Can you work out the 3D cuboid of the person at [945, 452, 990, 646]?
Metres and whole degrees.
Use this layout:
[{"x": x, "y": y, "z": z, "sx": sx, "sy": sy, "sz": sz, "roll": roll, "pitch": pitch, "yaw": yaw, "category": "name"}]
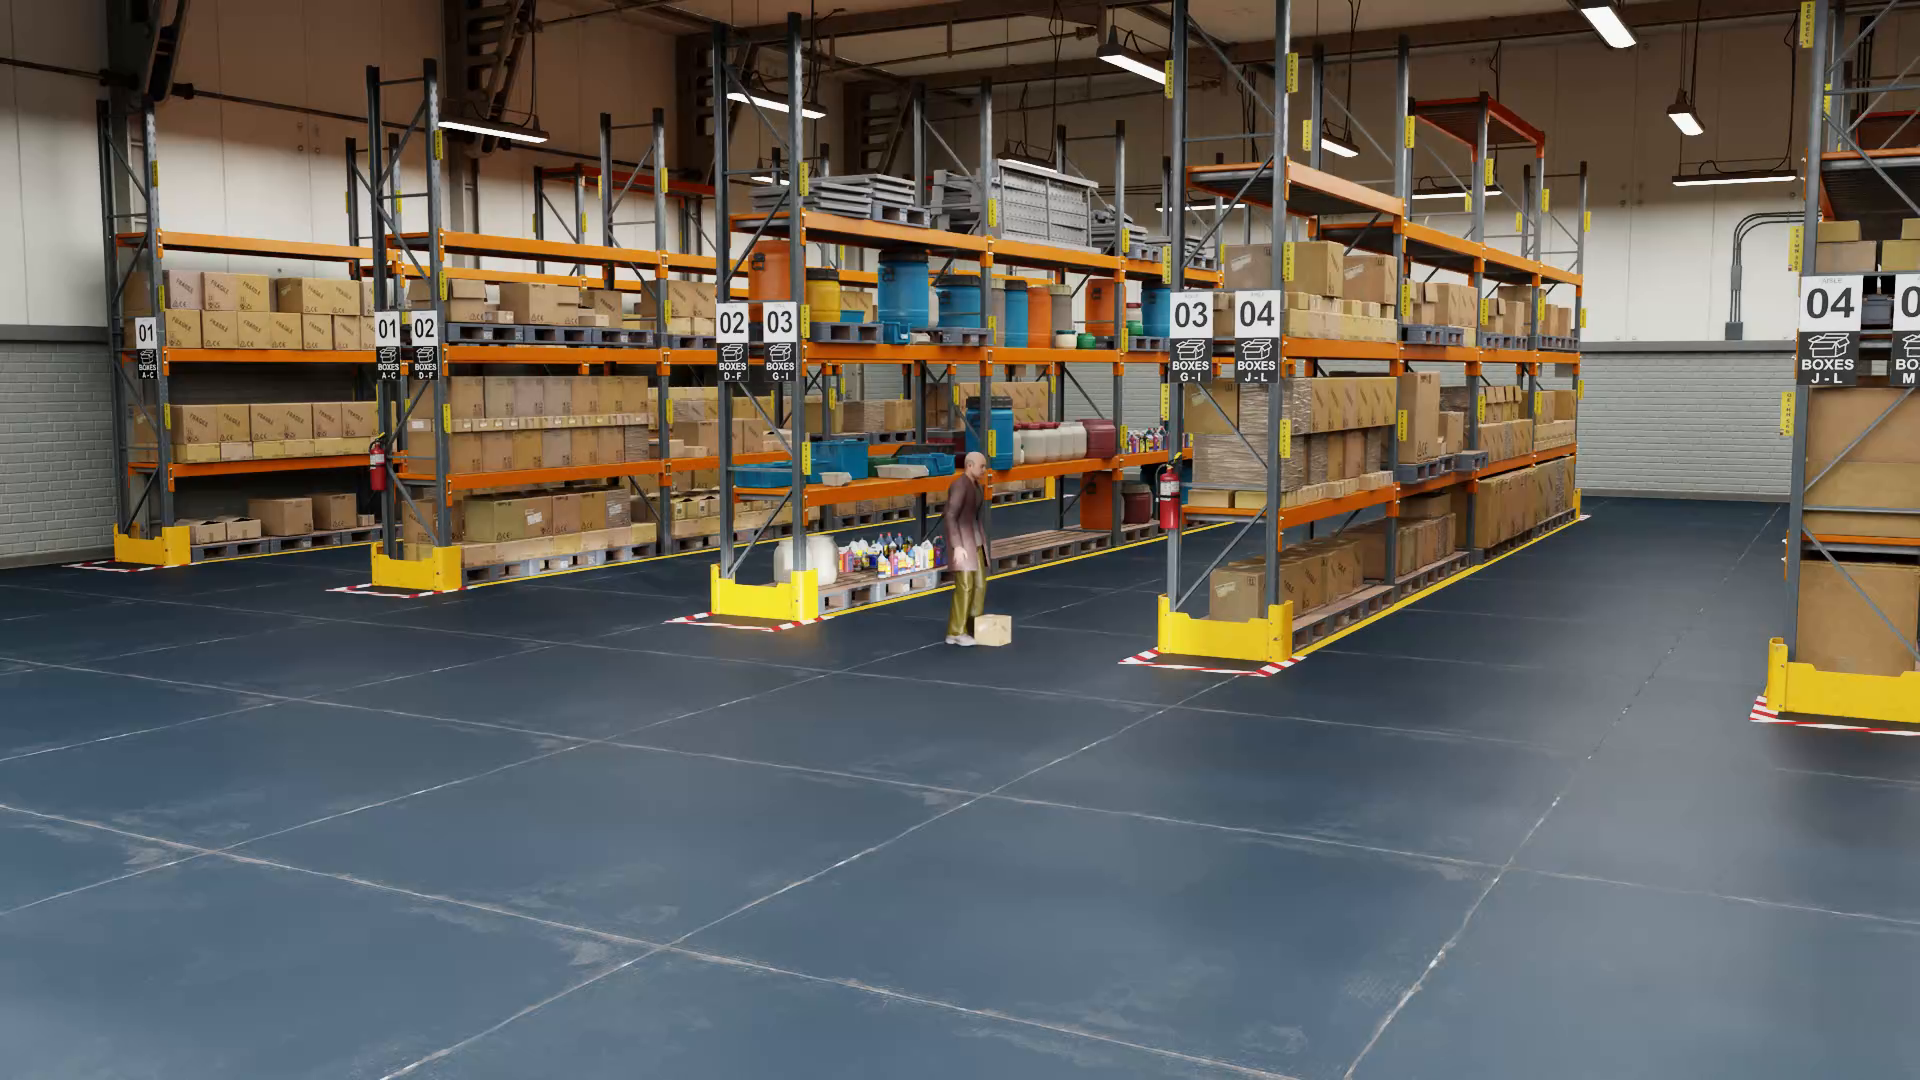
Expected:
[{"x": 0.083, "y": 0.065, "z": 15.431, "sx": 0.429, "sy": 1.772, "sz": 0.643, "roll": 3, "pitch": 6, "yaw": 26, "category": "person"}]
